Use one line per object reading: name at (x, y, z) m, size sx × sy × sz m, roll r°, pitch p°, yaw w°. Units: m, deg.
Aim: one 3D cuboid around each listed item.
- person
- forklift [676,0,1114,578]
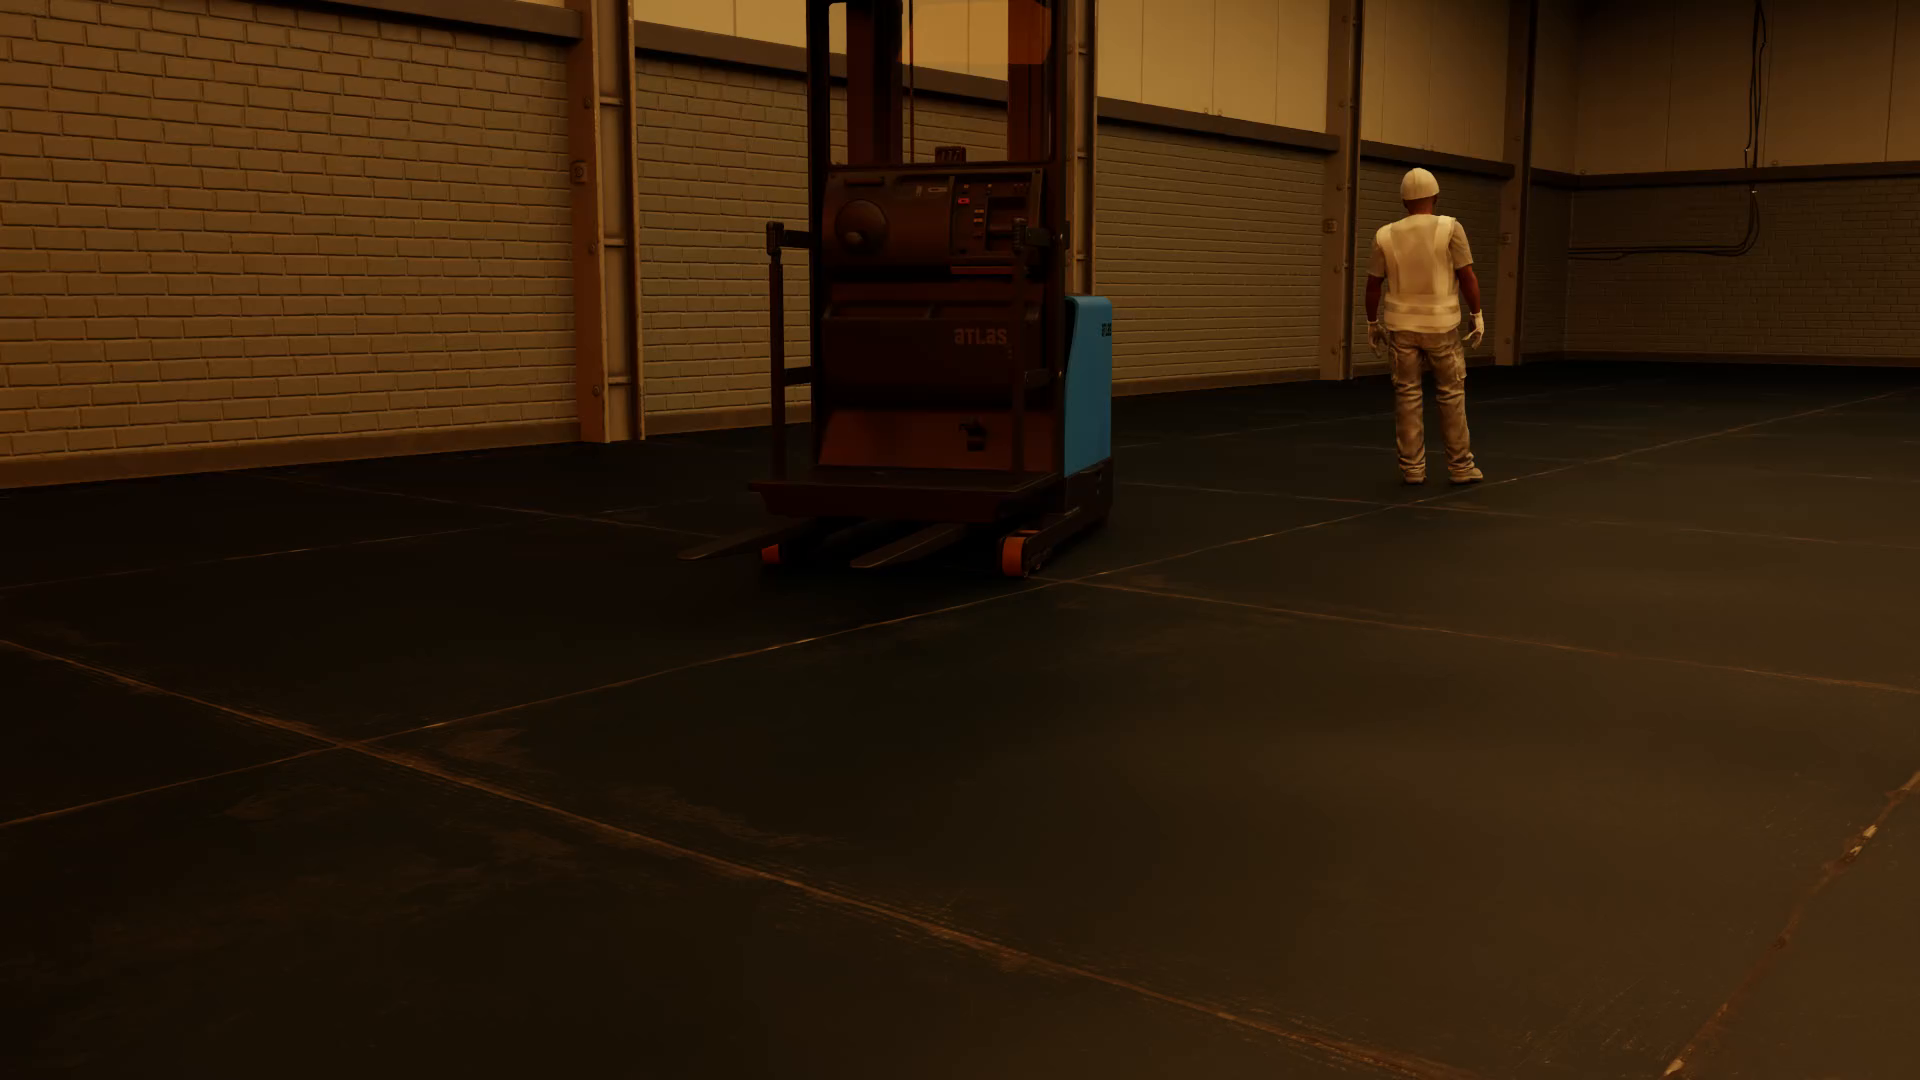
person at (2.682, -1.225, 9.567) m, size 0.656 × 1.782 × 0.577 m, roll 4°, pitch 9°, yaw 27°
forklift at (-0.176, -1.366, 6.616) m, size 1.130 × 2.935 × 3.031 m, roll 3°, pitch 9°, yaw 17°
